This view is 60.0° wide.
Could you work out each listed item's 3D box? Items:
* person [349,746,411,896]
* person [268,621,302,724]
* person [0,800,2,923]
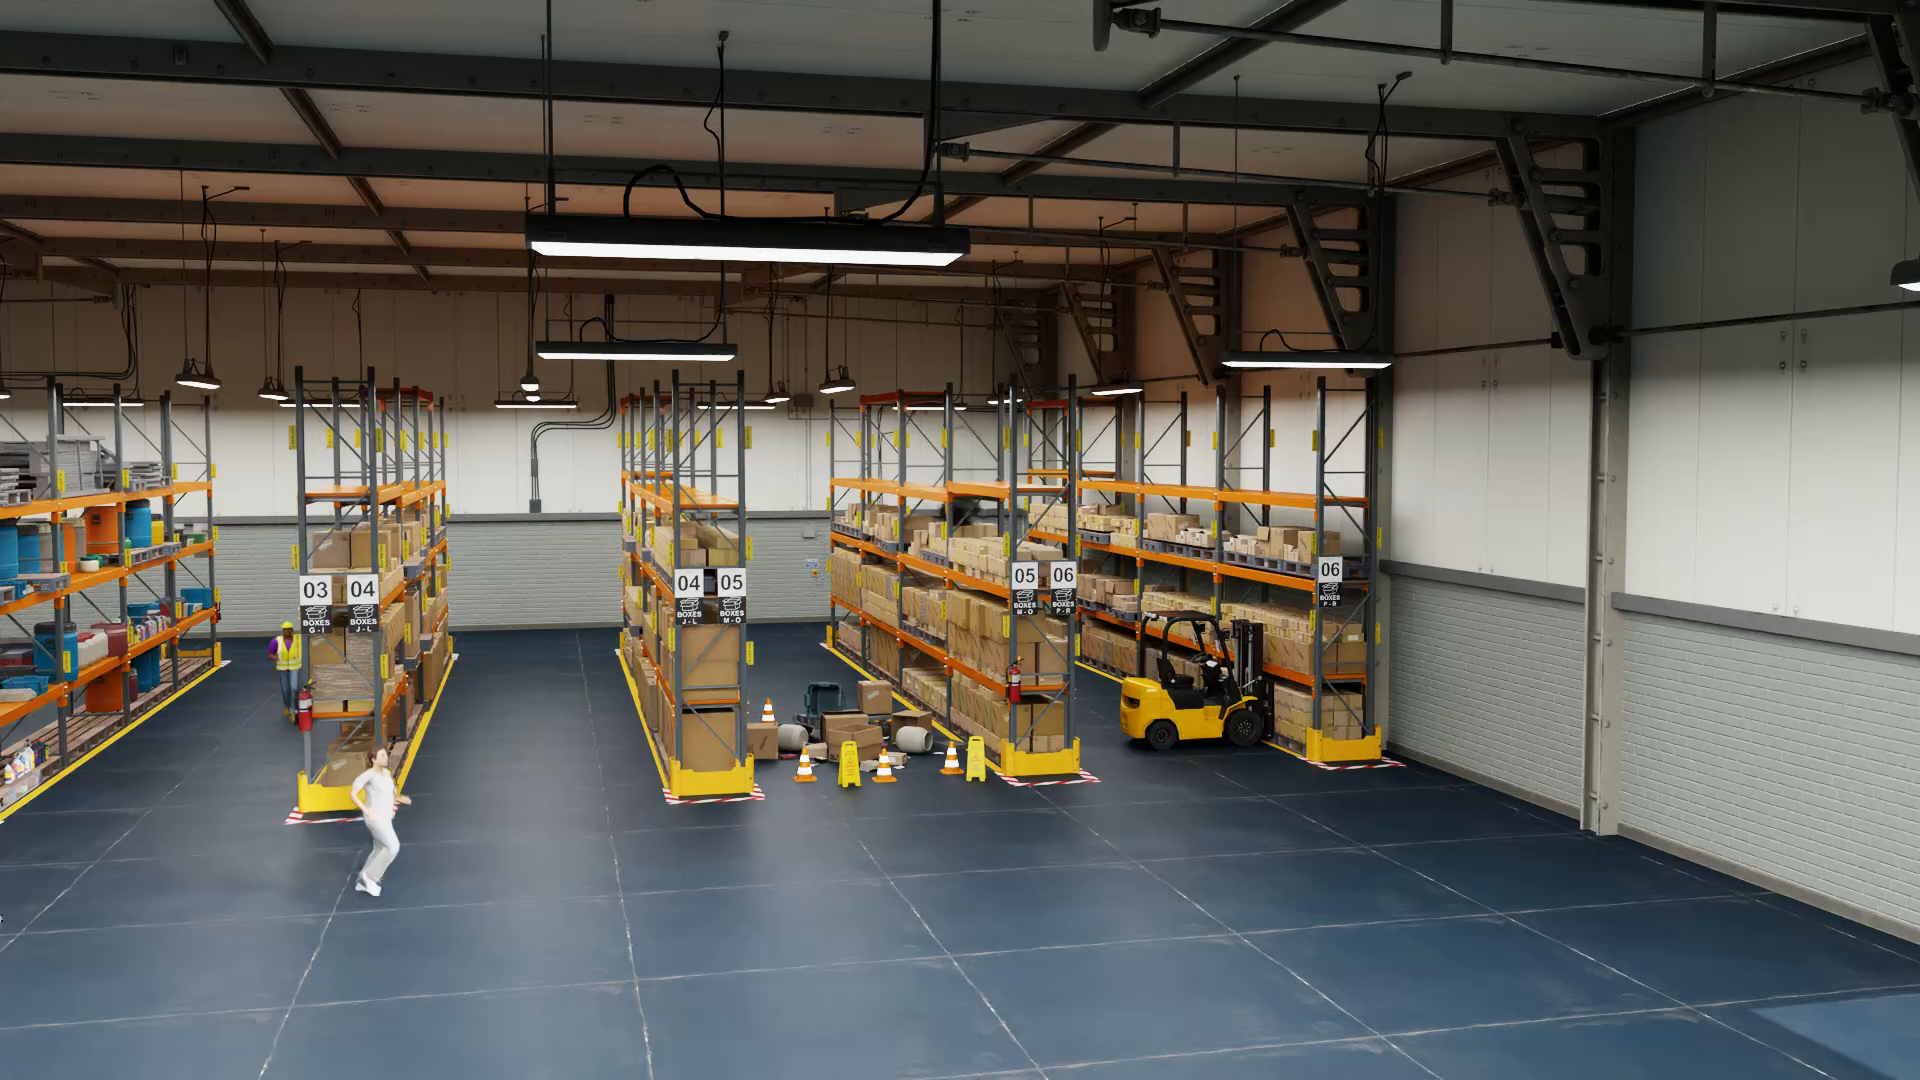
[{"bbox_3d":[-6.370,3.079,18.286,0.637,1.640,0.539,1,3,12],"label":"person"},{"bbox_3d":[-12.015,2.336,29.736,0.640,1.796,0.890,-1,4,-15],"label":"person"},{"bbox_3d":[-10.400,3.071,17.393,0.987,1.804,0.687,1,4,16],"label":"person"}]
